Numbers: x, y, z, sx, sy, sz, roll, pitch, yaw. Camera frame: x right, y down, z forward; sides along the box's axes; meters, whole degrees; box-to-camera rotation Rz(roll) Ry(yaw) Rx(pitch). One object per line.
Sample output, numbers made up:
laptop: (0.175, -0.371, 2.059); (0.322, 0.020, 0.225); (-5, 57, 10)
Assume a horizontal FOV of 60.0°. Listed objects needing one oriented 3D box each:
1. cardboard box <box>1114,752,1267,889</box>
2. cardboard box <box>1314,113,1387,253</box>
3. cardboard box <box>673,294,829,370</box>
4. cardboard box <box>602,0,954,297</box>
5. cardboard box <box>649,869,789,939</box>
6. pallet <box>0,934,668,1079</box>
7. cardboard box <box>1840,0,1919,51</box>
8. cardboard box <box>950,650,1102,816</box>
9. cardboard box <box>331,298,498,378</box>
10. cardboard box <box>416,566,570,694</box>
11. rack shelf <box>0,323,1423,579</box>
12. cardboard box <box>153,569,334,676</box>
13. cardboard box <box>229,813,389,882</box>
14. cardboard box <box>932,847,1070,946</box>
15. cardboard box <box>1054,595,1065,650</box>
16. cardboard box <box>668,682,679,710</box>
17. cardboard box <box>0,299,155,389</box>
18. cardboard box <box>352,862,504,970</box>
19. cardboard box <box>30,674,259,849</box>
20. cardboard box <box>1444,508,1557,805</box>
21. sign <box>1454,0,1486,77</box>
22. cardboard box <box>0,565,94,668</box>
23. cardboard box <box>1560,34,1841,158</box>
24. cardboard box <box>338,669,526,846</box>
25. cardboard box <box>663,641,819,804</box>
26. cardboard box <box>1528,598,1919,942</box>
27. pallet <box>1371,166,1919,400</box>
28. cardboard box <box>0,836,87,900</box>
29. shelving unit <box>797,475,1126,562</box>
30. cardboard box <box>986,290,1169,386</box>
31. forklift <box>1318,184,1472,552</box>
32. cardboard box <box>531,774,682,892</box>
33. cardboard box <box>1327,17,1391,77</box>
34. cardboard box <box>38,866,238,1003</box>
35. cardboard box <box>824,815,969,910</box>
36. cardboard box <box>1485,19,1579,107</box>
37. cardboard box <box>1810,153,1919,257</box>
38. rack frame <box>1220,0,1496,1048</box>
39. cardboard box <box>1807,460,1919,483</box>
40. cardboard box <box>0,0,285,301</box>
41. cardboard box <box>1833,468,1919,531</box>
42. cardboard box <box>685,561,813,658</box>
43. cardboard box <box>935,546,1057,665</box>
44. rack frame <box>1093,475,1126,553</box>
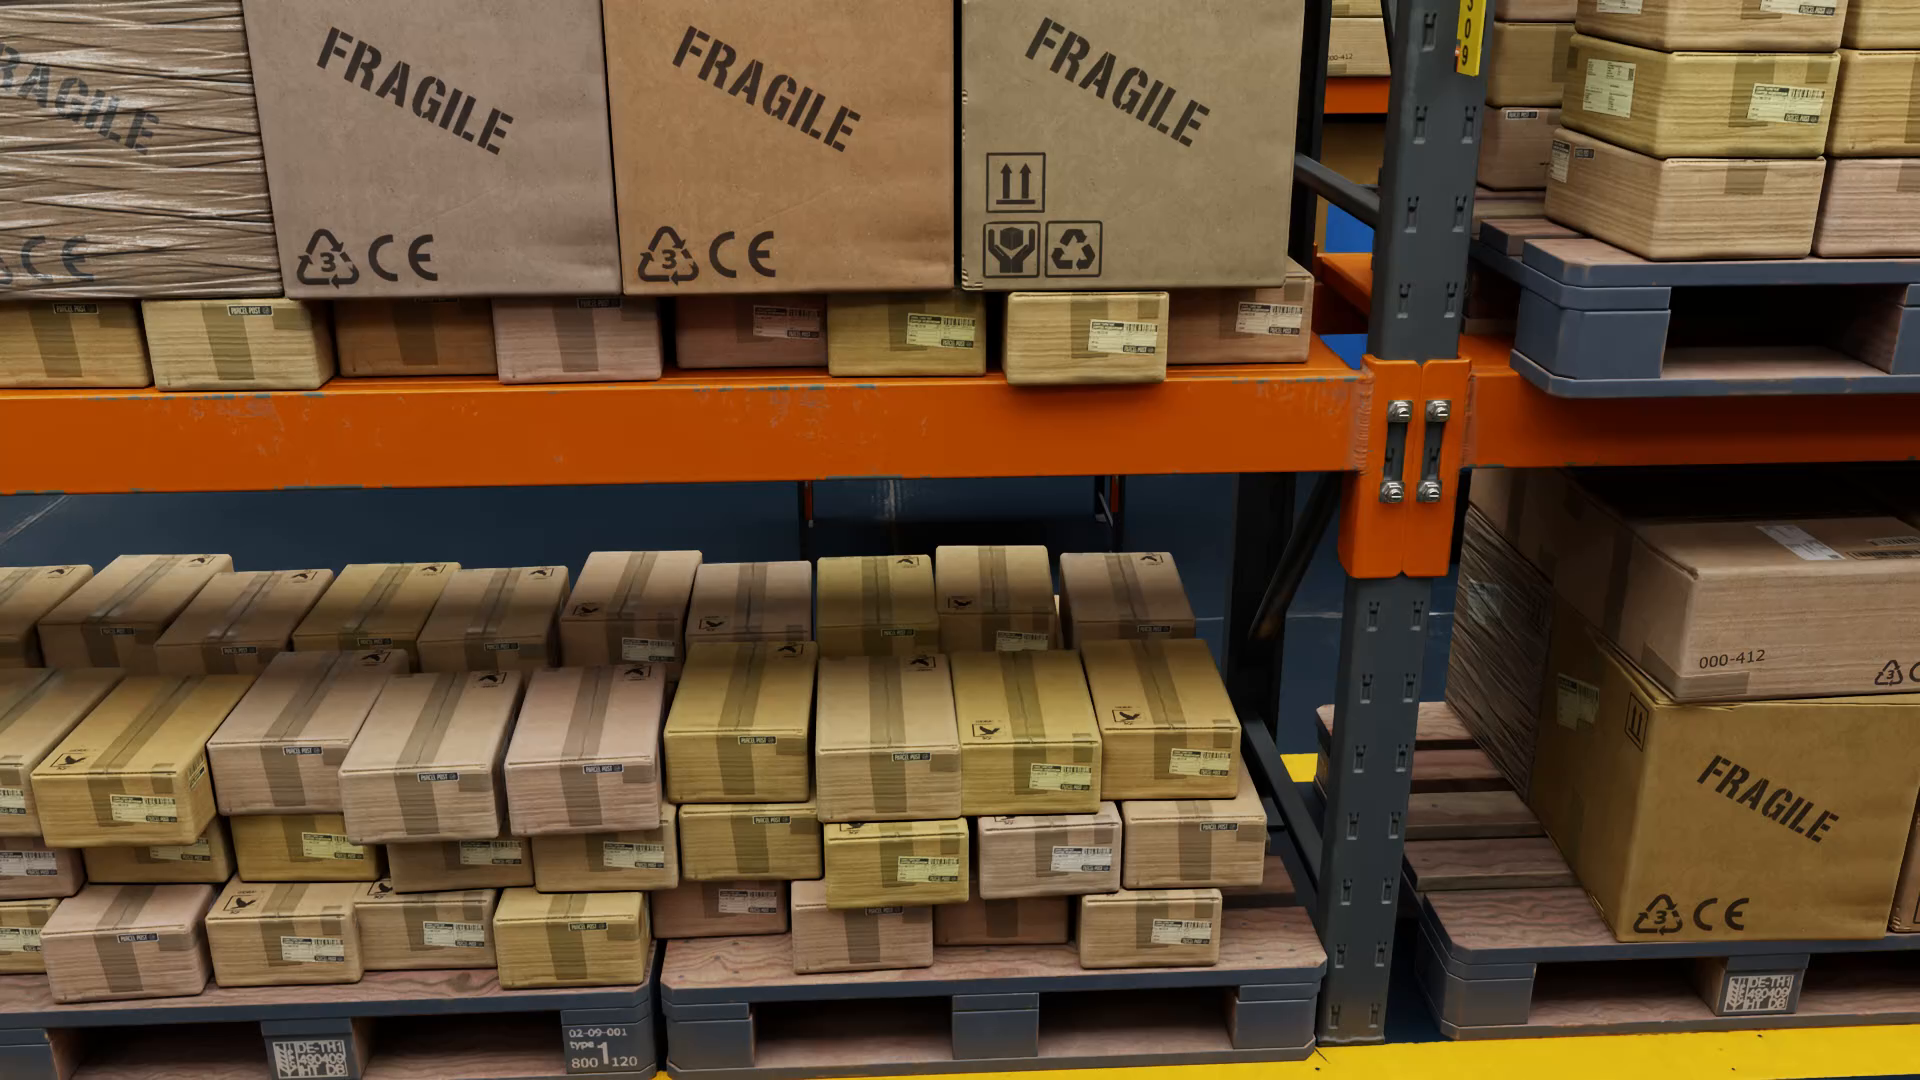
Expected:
cardboard box: (0.410, 0.488, 3.122); (0.250, 0.149, 0.380); (-1, 21, -2)
cardboard box: (1.839, -1.650, 8.135); (0.875, 0.875, 0.875); (-1, 21, -1)
cardboard box: (-0.348, -0.413, 2.843); (0.250, 0.149, 0.380); (-2, 21, -5)
cardboard box: (-0.279, -0.694, 2.669); (0.500, 0.500, 0.500); (-2, 21, -5)
cardboard box: (-0.460, 0.603, 3.239); (0.250, 0.149, 0.380); (-2, 21, -4)
pallet: (-1.183, 0.727, 3.415); (1.213, 0.211, 1.003); (-1, 21, -3)
cardboard box: (1.404, -0.838, 2.532); (0.250, 0.149, 0.380); (-1, 21, -2)
cardboard box: (0.113, 0.349, 3.070); (0.250, 0.149, 0.380); (-1, 21, -2)
cardboard box: (-0.872, -0.395, 2.796); (0.250, 0.149, 0.380); (-1, 21, -4)
cardboard box: (-0.963, 0.195, 3.474); (0.250, 0.149, 0.380); (-2, 21, -5)
rack shelf: (-1.291, -0.252, 3.077); (4.000, 0.370, 1.077); (-1, 21, -3)
cardboard box: (-1.471, 0.201, 3.457); (0.250, 0.149, 0.380); (-2, 21, -5)
cardboard box: (-1.173, 0.481, 3.141); (0.250, 0.149, 0.380); (0, 21, -1)
cardboard box: (0.070, 0.612, 3.214); (0.250, 0.149, 0.380); (-1, 21, -2)
cardboard box: (0.326, 0.262, 3.715); (0.250, 0.149, 0.380); (0, 21, -1)
cardboard box: (-0.708, 0.319, 3.566); (0.250, 0.149, 0.380); (0, 21, -1)
cardboard box: (-1.391, -0.370, 2.729); (0.250, 0.149, 0.380); (0, 21, -1)
cardboard box: (-0.963, 0.639, 3.143); (0.250, 0.149, 0.380); (-1, 21, -2)
cardboard box: (-1.432, 0.387, 2.969); (0.250, 0.149, 0.380); (-1, 21, -2)
cardboard box: (1.431, 0.239, 3.700); (0.500, 0.500, 0.500); (-2, 21, -4)
sign: (0.745, -0.840, 2.396); (0.005, 0.325, 0.100); (-1, 21, -3)
cardboard box: (-2.006, 0.192, 3.481); (0.250, 0.149, 0.380); (-2, 21, -5)
cardboard box: (1.126, -0.691, 2.565); (0.250, 0.149, 0.380); (-1, 21, -2)
cardboard box: (-0.932, 0.382, 2.982); (0.250, 0.149, 0.380); (-2, 21, -5)
cardboard box: (-0.399, 0.334, 3.109); (0.250, 0.149, 0.380); (0, 21, -1)
cardboard box: (1.459, 0.423, 3.218); (0.500, 0.500, 0.500); (0, 21, -1)
pallet: (1.478, -0.503, 2.995); (1.213, 0.211, 1.003); (-1, 21, -3)
cardboard box: (-1.712, 0.503, 3.083); (0.250, 0.149, 0.380); (-2, 21, -6)
shelving unit: (-0.007, -0.526, 5.420); (1.048, 1.125, 0.538); (-1, 21, -3)
cardboard box: (0.183, -0.378, 2.751); (0.250, 0.149, 0.380); (-2, 21, -4)
forklift: (2.860, -1.549, 5.570); (3.031, 2.935, 1.130); (-3, 21, -8)
cardboard box: (-0.635, 0.492, 3.111); (0.250, 0.149, 0.380); (-1, 21, -2)
cardboard box: (1.806, -2.246, 7.514); (0.500, 0.250, 0.500); (-1, 21, -3)
cardboard box: (-1.477, 0.671, 3.060); (0.250, 0.149, 0.380); (-2, 21, -6)
cardboard box: (-0.126, 0.510, 3.065); (0.250, 0.149, 0.380); (-2, 21, -5)
cardboard box: (1.092, -0.924, 3.178); (0.250, 0.149, 0.380); (-1, 21, -1)
cardboard box: (1.402, -0.560, 2.638); (0.250, 0.149, 0.380); (-1, 21, -2)
rack frame: (0.706, -0.628, 3.056); (0.127, 3.000, 1.000); (-1, 21, -3)
cardboard box: (1.949, -0.118, 3.583); (0.500, 0.250, 0.500); (0, 21, 0)
cardboard box: (-1.292, -0.682, 2.637); (0.500, 0.500, 0.500); (-2, 21, -4)
cardboard box: (1.991, 0.060, 3.116); (0.500, 0.250, 0.500); (-1, 21, -2)
cardboard box: (-0.437, 0.184, 3.503); (0.250, 0.149, 0.380); (-2, 21, -4)
cardboard box: (0.072, 0.148, 3.598); (0.250, 0.149, 0.380); (0, 21, 0)
rack frame: (0.501, -0.536, 5.448); (0.032, 1.125, 0.500); (-1, 21, -3)
